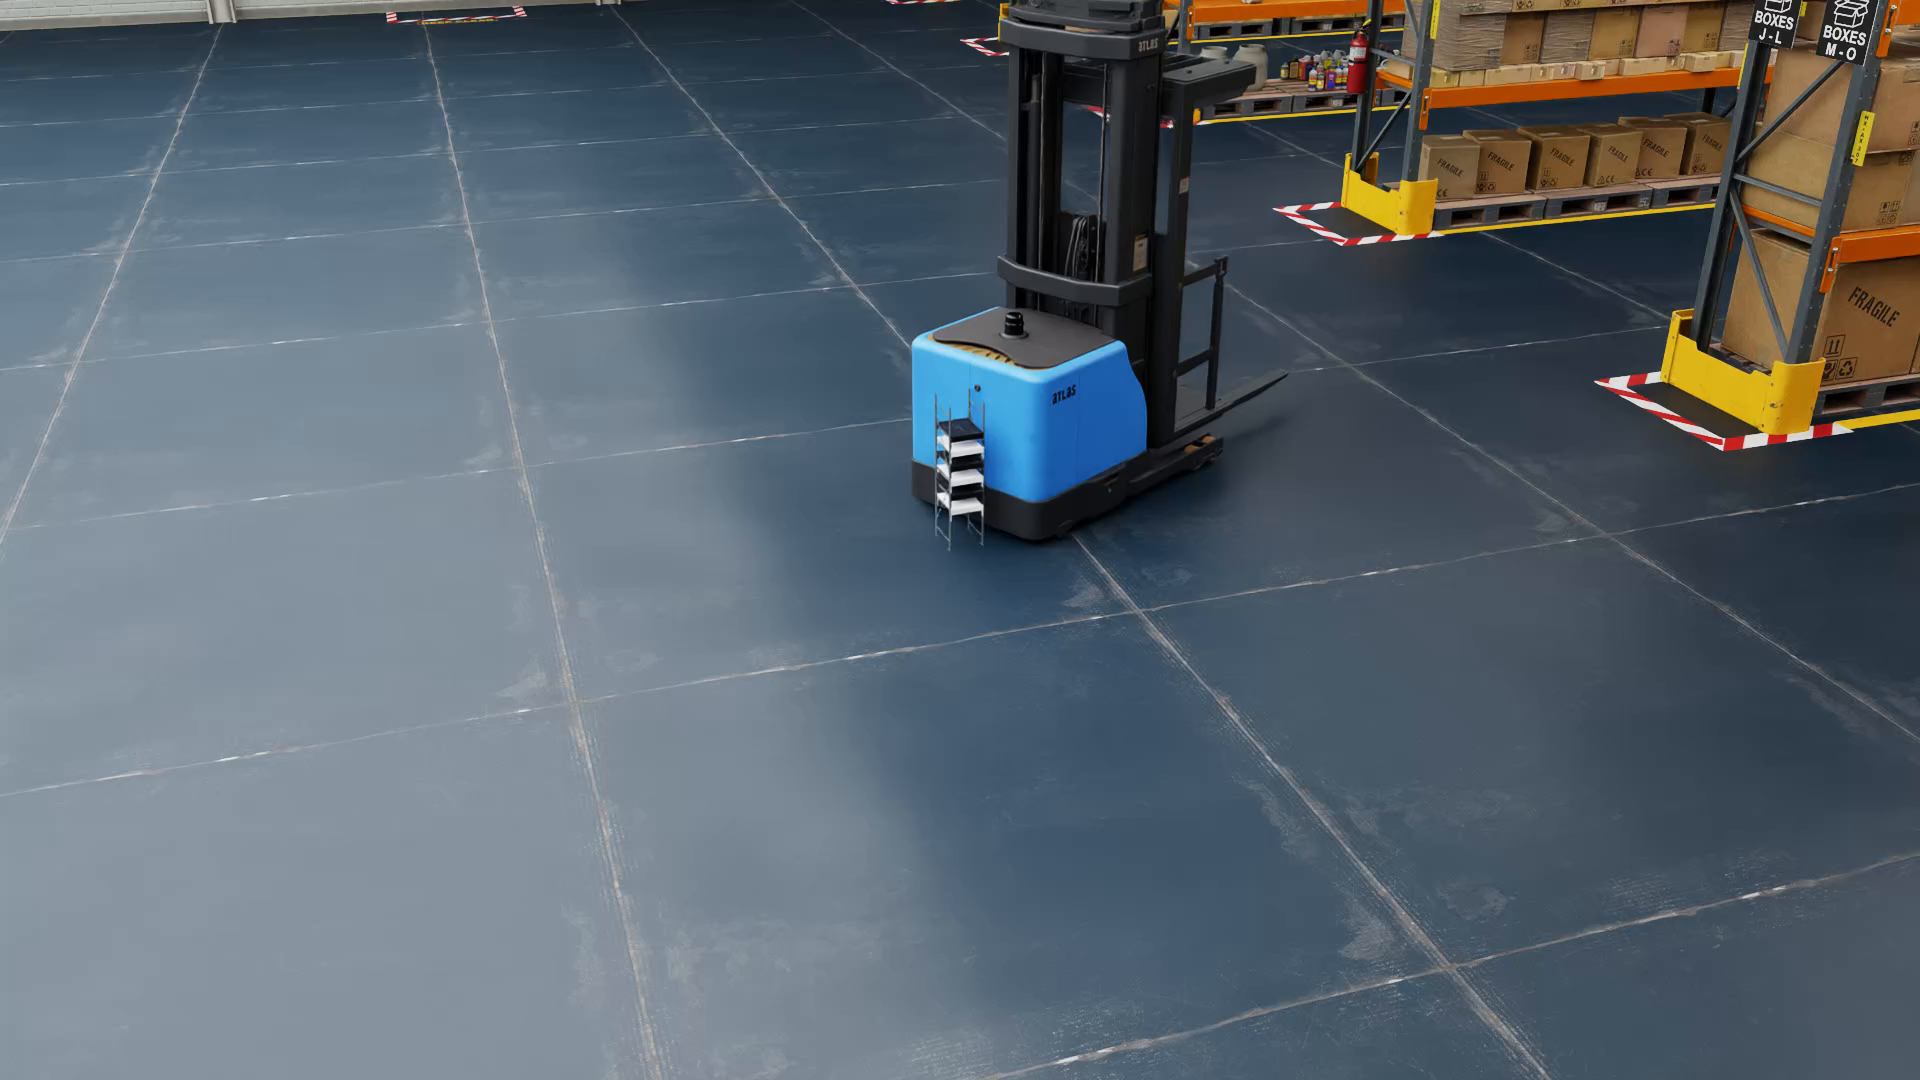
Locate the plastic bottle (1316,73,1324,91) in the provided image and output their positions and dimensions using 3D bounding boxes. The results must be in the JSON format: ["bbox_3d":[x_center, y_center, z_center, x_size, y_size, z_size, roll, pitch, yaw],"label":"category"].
[{"bbox_3d":[4.394,-5.593,20.294,0.097,0.201,0.097,0,26,0],"label":"plastic bottle"}]

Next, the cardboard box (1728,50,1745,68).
[{"bbox_3d":[7.458,-4.677,16.079,0.250,0.149,0.380,-8,28,-16],"label":"cardboard box"}]

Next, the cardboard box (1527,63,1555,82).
[{"bbox_3d":[5.311,-4.378,15.477,0.250,0.149,0.380,-8,28,-16],"label":"cardboard box"}]

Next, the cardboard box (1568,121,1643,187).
[{"bbox_3d":[6.311,-3.803,16.376,0.500,0.500,0.500,-11,28,-21],"label":"cardboard box"}]

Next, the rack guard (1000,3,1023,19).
[{"bbox_3d":[0.922,-7.489,24.272,0.348,0.500,1.175,-8,28,-16],"label":"rack guard"}]

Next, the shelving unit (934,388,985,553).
[{"bbox_3d":[-0.003,-0.397,9.537,0.210,0.900,0.258,-10,28,-19],"label":"shelving unit"}]

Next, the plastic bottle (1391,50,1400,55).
[{"bbox_3d":[5.541,-6.130,21.293,0.135,0.276,0.152,-7,27,-14],"label":"plastic bottle"}]

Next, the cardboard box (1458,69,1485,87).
[{"bbox_3d":[4.597,-4.275,15.270,0.250,0.149,0.380,-8,28,-16],"label":"cardboard box"}]

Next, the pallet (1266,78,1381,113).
[{"bbox_3d":[4.465,-5.574,20.740,1.213,0.211,1.003,-8,28,-16],"label":"pallet"}]

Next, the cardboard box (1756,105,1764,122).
[{"bbox_3d":[8.403,-4.126,17.005,0.500,0.500,0.700,-10,28,-20],"label":"cardboard box"}]

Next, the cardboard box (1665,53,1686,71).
[{"bbox_3d":[6.720,-4.607,15.940,0.250,0.149,0.380,-8,28,-16],"label":"cardboard box"}]

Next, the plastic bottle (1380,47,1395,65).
[{"bbox_3d":[5.427,-6.081,21.111,0.185,0.351,0.144,-8,28,-16],"label":"plastic bottle"}]

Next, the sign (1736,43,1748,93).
[{"bbox_3d":[5.294,-3.168,11.189,0.005,0.325,0.100,-8,28,-16],"label":"sign"}]

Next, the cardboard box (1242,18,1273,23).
[{"bbox_3d":[4.375,-7.963,25.036,0.500,0.250,0.500,-8,28,-16],"label":"cardboard box"}]

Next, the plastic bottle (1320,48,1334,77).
[{"bbox_3d":[4.622,-6.032,21.012,0.185,0.351,0.144,-7,27,-14],"label":"plastic bottle"}]

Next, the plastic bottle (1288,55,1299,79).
[{"bbox_3d":[4.191,-5.959,20.940,0.133,0.283,0.061,-8,27,-15],"label":"plastic bottle"}]

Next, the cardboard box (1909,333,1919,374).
[{"bbox_3d":[6.909,-1.791,11.902,0.875,0.875,0.875,-9,28,-17],"label":"cardboard box"}]

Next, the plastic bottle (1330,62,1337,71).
[{"bbox_3d":[4.701,-5.920,20.954,0.097,0.201,0.097,0,26,0],"label":"plastic bottle"}]

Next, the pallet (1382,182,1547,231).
[{"bbox_3d":[4.865,-3.281,16.121,1.213,0.211,1.003,-8,28,-16],"label":"pallet"}]

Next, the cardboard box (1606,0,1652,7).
[{"bbox_3d":[6.042,-5.216,15.311,0.500,0.500,0.500,-8,28,-16],"label":"cardboard box"}]

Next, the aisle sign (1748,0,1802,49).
[{"bbox_3d":[5.288,-3.593,10.691,0.004,0.787,0.394,-8,28,-16],"label":"aisle sign"}]

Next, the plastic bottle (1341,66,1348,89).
[{"bbox_3d":[4.717,-5.671,20.372,0.097,0.271,0.097,0,26,0],"label":"plastic bottle"}]

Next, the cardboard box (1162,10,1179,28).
[{"bbox_3d":[2.950,-7.754,24.615,0.500,0.250,0.500,-8,28,-16],"label":"cardboard box"}]

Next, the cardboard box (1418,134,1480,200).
[{"bbox_3d":[4.608,-3.570,15.906,0.500,0.500,0.500,-3,27,-7],"label":"cardboard box"}]

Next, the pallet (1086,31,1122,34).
[{"bbox_3d":[1.659,-7.486,24.591,1.213,0.211,1.003,-8,28,-16],"label":"pallet"}]

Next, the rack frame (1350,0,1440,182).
[{"bbox_3d":[4.009,-4.423,15.285,0.127,3.000,1.000,-8,28,-16],"label":"rack frame"}]

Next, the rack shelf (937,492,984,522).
[{"bbox_3d":[-0.003,-0.205,9.632,0.200,0.077,0.258,-10,28,-19],"label":"rack shelf"}]

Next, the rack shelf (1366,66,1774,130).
[{"bbox_3d":[5.911,-4.376,16.000,4.000,0.370,1.077,-8,28,-16],"label":"rack shelf"}]

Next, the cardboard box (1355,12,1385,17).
[{"bbox_3d":[6.186,-8.212,25.538,0.500,0.250,0.500,-9,28,-18],"label":"cardboard box"}]

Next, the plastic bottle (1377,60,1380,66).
[{"bbox_3d":[5.210,-5.806,20.632,0.133,0.283,0.061,-8,28,-16],"label":"plastic bottle"}]

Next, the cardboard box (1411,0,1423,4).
[{"bbox_3d":[4.455,-5.229,15.337,0.500,0.500,0.500,-8,28,-16],"label":"cardboard box"}]

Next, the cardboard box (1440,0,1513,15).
[{"bbox_3d":[4.616,-5.009,14.895,0.500,0.500,0.500,-8,28,-16],"label":"cardboard box"}]

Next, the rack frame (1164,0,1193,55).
[{"bbox_3d":[2.475,-6.517,19.503,0.127,3.000,1.000,-8,28,-16],"label":"rack frame"}]

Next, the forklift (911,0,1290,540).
[{"bbox_3d":[1.054,-1.886,10.252,1.130,2.935,3.031,21,34,36],"label":"forklift"}]

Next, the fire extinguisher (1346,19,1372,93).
[{"bbox_3d":[3.757,-4.567,15.663,0.183,0.674,0.296,-8,28,-16],"label":"fire extinguisher"}]

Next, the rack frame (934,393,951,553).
[{"bbox_3d":[-0.098,-0.380,9.503,0.006,0.900,0.240,-10,28,-19],"label":"rack frame"}]

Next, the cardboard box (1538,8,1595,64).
[{"bbox_3d":[5.467,-4.835,15.669,0.500,0.500,0.875,-8,28,-16],"label":"cardboard box"}]

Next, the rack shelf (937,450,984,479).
[{"bbox_3d":[-0.003,-0.447,9.512,0.200,0.077,0.258,-10,28,-19],"label":"rack shelf"}]

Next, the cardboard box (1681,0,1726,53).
[{"bbox_3d":[6.879,-5.062,16.125,0.500,0.500,0.875,-8,28,-16],"label":"cardboard box"}]

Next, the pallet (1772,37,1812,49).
[{"bbox_3d":[8.584,-4.931,16.525,1.213,0.211,1.003,-8,28,-16],"label":"pallet"}]

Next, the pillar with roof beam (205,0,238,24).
[{"bbox_3d":[-10.272,-10.382,20.543,0.400,9.000,9.100,-8,28,-16],"label":"pillar with roof beam"}]

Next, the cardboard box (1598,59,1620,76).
[{"bbox_3d":[6.007,-4.505,15.733,0.250,0.149,0.380,-8,28,-16],"label":"cardboard box"}]
